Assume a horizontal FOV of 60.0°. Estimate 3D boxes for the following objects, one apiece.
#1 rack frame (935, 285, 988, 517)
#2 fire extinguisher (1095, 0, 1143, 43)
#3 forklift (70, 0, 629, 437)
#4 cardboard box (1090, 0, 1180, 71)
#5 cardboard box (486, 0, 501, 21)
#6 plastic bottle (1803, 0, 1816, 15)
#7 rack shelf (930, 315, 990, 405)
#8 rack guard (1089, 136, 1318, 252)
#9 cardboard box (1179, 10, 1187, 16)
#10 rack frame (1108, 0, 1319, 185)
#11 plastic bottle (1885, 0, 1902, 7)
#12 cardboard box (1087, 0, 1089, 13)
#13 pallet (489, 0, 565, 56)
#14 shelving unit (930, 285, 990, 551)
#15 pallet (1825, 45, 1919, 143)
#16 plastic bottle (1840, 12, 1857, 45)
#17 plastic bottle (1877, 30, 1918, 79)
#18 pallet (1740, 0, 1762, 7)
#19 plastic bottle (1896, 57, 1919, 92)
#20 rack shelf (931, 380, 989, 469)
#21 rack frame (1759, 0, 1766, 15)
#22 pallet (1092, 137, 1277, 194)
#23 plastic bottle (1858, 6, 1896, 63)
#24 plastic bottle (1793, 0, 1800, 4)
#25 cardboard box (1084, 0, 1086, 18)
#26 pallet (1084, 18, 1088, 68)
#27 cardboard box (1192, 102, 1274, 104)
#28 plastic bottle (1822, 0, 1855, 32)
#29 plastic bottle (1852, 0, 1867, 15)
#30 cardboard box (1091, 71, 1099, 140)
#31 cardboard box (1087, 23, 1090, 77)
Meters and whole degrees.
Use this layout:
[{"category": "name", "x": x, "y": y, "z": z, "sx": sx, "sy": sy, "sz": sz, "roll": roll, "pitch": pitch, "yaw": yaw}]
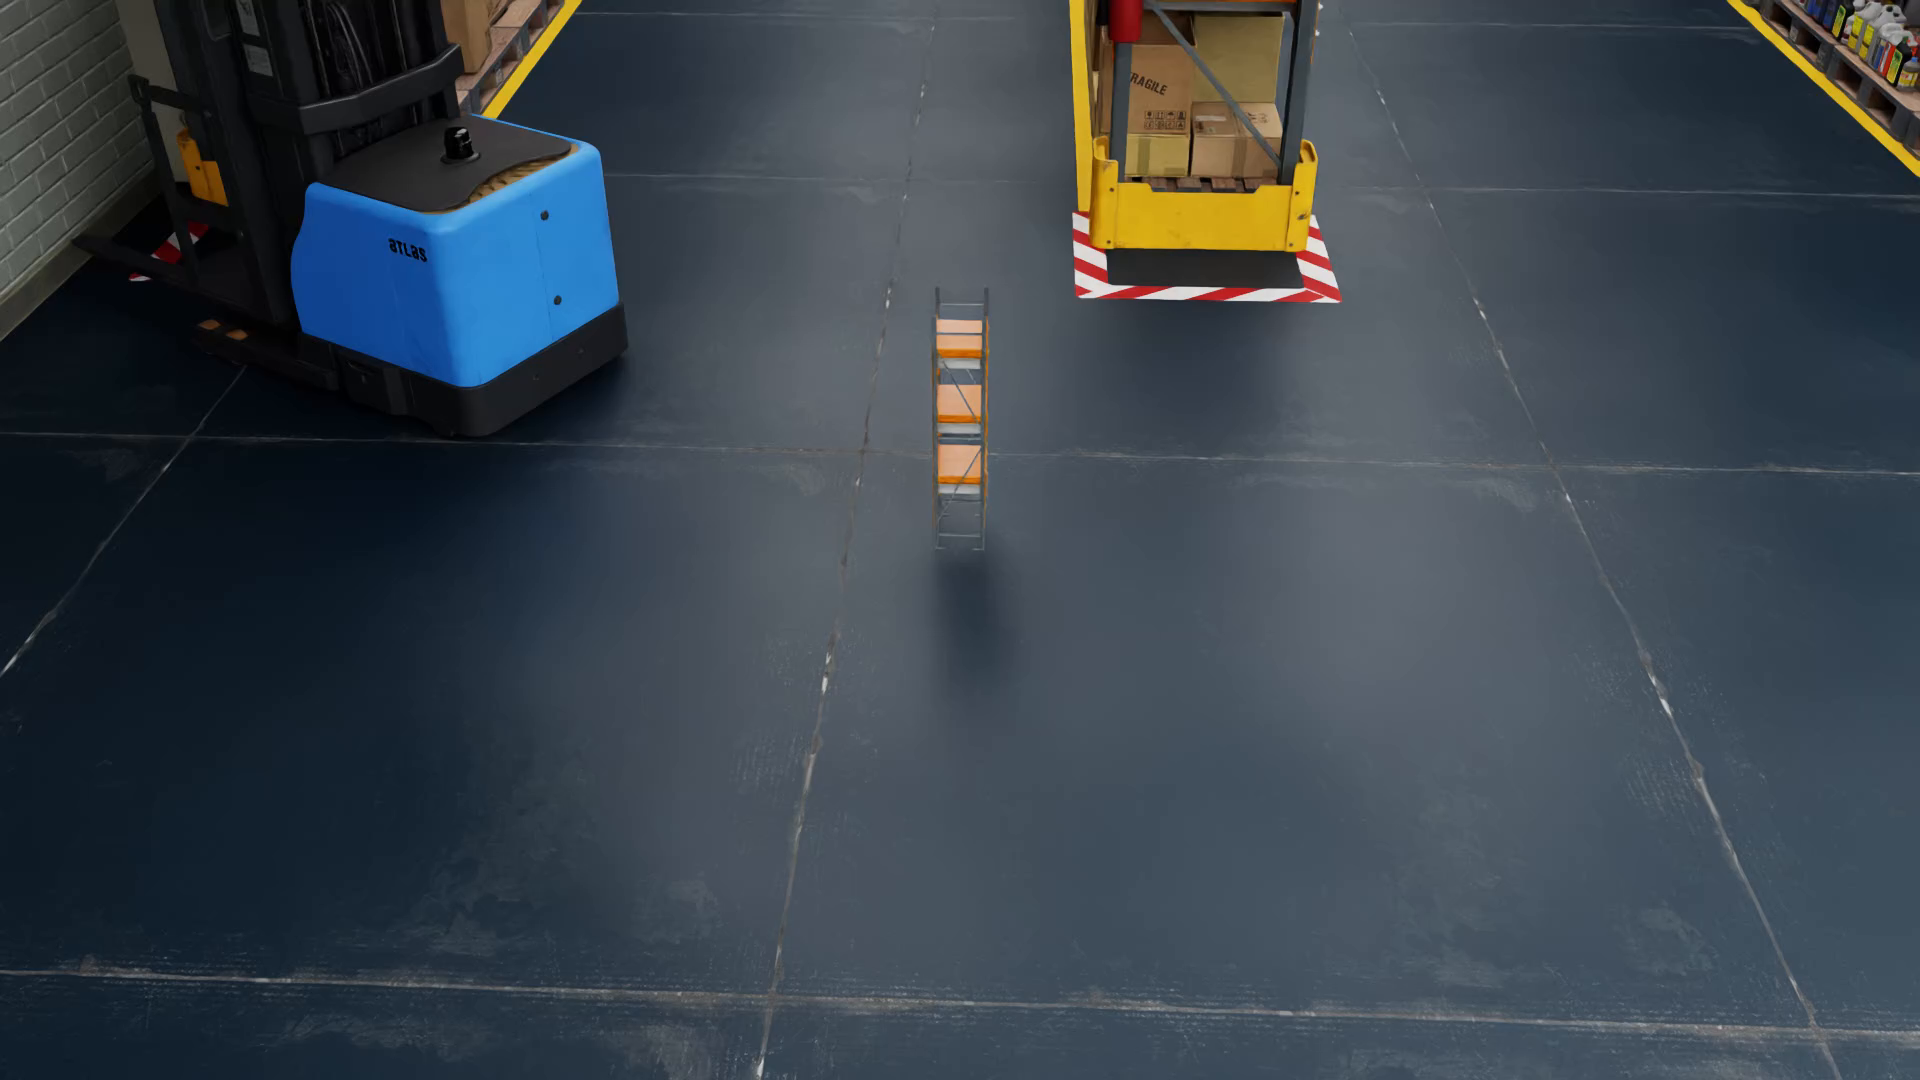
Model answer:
[{"category": "rack frame", "x": 0.007, "y": -0.530, "z": 6.592, "sx": 0.200, "sy": 1.050, "sz": 0.008, "roll": 1, "pitch": 35, "yaw": 2}, {"category": "fire extinguisher", "x": 0.829, "y": -2.815, "z": 8.214, "sx": 0.296, "sy": 0.674, "sz": 0.183, "roll": 1, "pitch": 35, "yaw": 2}, {"category": "forklift", "x": -3.111, "y": -2.275, "z": 7.438, "sx": 3.031, "sy": 2.935, "sz": 1.130, "roll": 19, "pitch": 39, "yaw": 25}, {"category": "cardboard box", "x": 1.048, "y": -3.147, "z": 9.993, "sx": 0.500, "sy": 0.500, "sz": 0.500, "roll": 1, "pitch": 35, "yaw": 2}, {"category": "cardboard box", "x": -3.493, "y": -3.874, "z": 11.445, "sx": 0.500, "sy": 0.500, "sz": 0.500, "roll": -1, "pitch": 35, "yaw": -2}, {"category": "plastic bottle", "x": 5.971, "y": -3.792, "z": 11.523, "sx": 0.152, "sy": 0.276, "sz": 0.135, "roll": 3, "pitch": 35, "yaw": 4}, {"category": "rack shelf", "x": 0.002, "y": -0.684, "z": 6.335, "sx": 0.215, "sy": 0.259, "sz": 0.240, "roll": 1, "pitch": 35, "yaw": 2}, {"category": "rack guard", "x": 1.297, "y": -1.867, "z": 8.972, "sx": 1.175, "sy": 0.500, "sz": 0.348, "roll": 1, "pitch": 35, "yaw": 2}, {"category": "cardboard box", "x": 1.567, "y": -3.135, "z": 9.976, "sx": 0.500, "sy": 0.500, "sz": 0.500, "roll": 1, "pitch": 35, "yaw": 2}, {"category": "rack frame", "x": 1.298, "y": -2.904, "z": 8.273, "sx": 1.000, "sy": 3.000, "sz": 0.127, "roll": 1, "pitch": 35, "yaw": 2}, {"category": "plastic bottle", "x": 6.526, "y": -3.808, "z": 11.481, "sx": 0.144, "sy": 0.351, "sz": 0.185, "roll": 1, "pitch": 35, "yaw": 2}, {"category": "cardboard box", "x": 1.087, "y": -3.722, "z": 10.811, "sx": 0.500, "sy": 0.500, "sz": 0.500, "roll": 1, "pitch": 35, "yaw": 2}, {"category": "pallet", "x": -3.483, "y": -3.787, "z": 11.954, "sx": 1.003, "sy": 0.211, "sz": 1.213, "roll": 1, "pitch": 35, "yaw": 2}, {"category": "shelving unit", "x": 0.002, "y": -0.460, "z": 6.492, "sx": 0.215, "sy": 1.050, "sz": 0.252, "roll": 1, "pitch": 35, "yaw": 2}, {"category": "pallet", "x": 6.293, "y": -2.857, "z": 10.631, "sx": 1.003, "sy": 0.211, "sz": 1.213, "roll": 1, "pitch": 35, "yaw": 2}, {"category": "plastic bottle", "x": 5.918, "y": -3.396, "z": 11.024, "sx": 0.097, "sy": 0.201, "sz": 0.097, "roll": 0, "pitch": 35, "yaw": 0}, {"category": "plastic bottle", "x": 5.920, "y": -3.062, "z": 10.485, "sx": 0.152, "sy": 0.276, "sz": 0.135, "roll": 2, "pitch": 35, "yaw": 2}, {"category": "pallet", "x": 6.400, "y": -4.397, "z": 12.822, "sx": 1.003, "sy": 0.211, "sz": 1.213, "roll": 1, "pitch": 35, "yaw": 2}, {"category": "plastic bottle", "x": 5.883, "y": -2.888, "z": 10.301, "sx": 0.097, "sy": 0.201, "sz": 0.097, "roll": 0, "pitch": 35, "yaw": 0}, {"category": "rack shelf", "x": 0.002, "y": -0.452, "z": 6.498, "sx": 0.215, "sy": 0.259, "sz": 0.240, "roll": 1, "pitch": 35, "yaw": 2}, {"category": "rack frame", "x": 6.408, "y": -5.085, "z": 11.377, "sx": 1.000, "sy": 3.000, "sz": 0.127, "roll": 1, "pitch": 35, "yaw": 2}, {"category": "pallet", "x": 1.287, "y": -2.203, "z": 9.701, "sx": 1.003, "sy": 0.211, "sz": 1.213, "roll": 1, "pitch": 35, "yaw": 2}, {"category": "plastic bottle", "x": 5.929, "y": -3.268, "z": 10.712, "sx": 0.144, "sy": 0.351, "sz": 0.185, "roll": 3, "pitch": 35, "yaw": 4}, {"category": "plastic bottle", "x": 5.953, "y": -3.889, "z": 11.726, "sx": 0.097, "sy": 0.201, "sz": 0.097, "roll": 0, "pitch": 35, "yaw": 0}, {"category": "cardboard box", "x": 1.112, "y": -3.702, "z": 11.435, "sx": 0.500, "sy": 0.250, "sz": 0.500, "roll": 1, "pitch": 35, "yaw": 2}, {"category": "pallet", "x": 1.385, "y": -3.605, "z": 11.696, "sx": 1.003, "sy": 0.211, "sz": 1.213, "roll": 1, "pitch": 35, "yaw": 2}, {"category": "cardboard box", "x": 1.558, "y": -2.541, "z": 9.783, "sx": 0.500, "sy": 0.250, "sz": 0.500, "roll": 1, "pitch": 35, "yaw": 2}, {"category": "plastic bottle", "x": 5.953, "y": -3.619, "z": 11.212, "sx": 0.144, "sy": 0.351, "sz": 0.185, "roll": 0, "pitch": 35, "yaw": 0}, {"category": "plastic bottle", "x": 5.985, "y": -3.501, "z": 11.113, "sx": 0.097, "sy": 0.271, "sz": 0.097, "roll": 0, "pitch": 35, "yaw": 0}, {"category": "cardboard box", "x": 1.032, "y": -2.553, "z": 9.800, "sx": 0.500, "sy": 0.250, "sz": 0.500, "roll": 1, "pitch": 35, "yaw": 2}, {"category": "cardboard box", "x": 1.072, "y": -3.128, "z": 10.618, "sx": 0.500, "sy": 0.250, "sz": 0.500, "roll": 1, "pitch": 35, "yaw": 2}]
